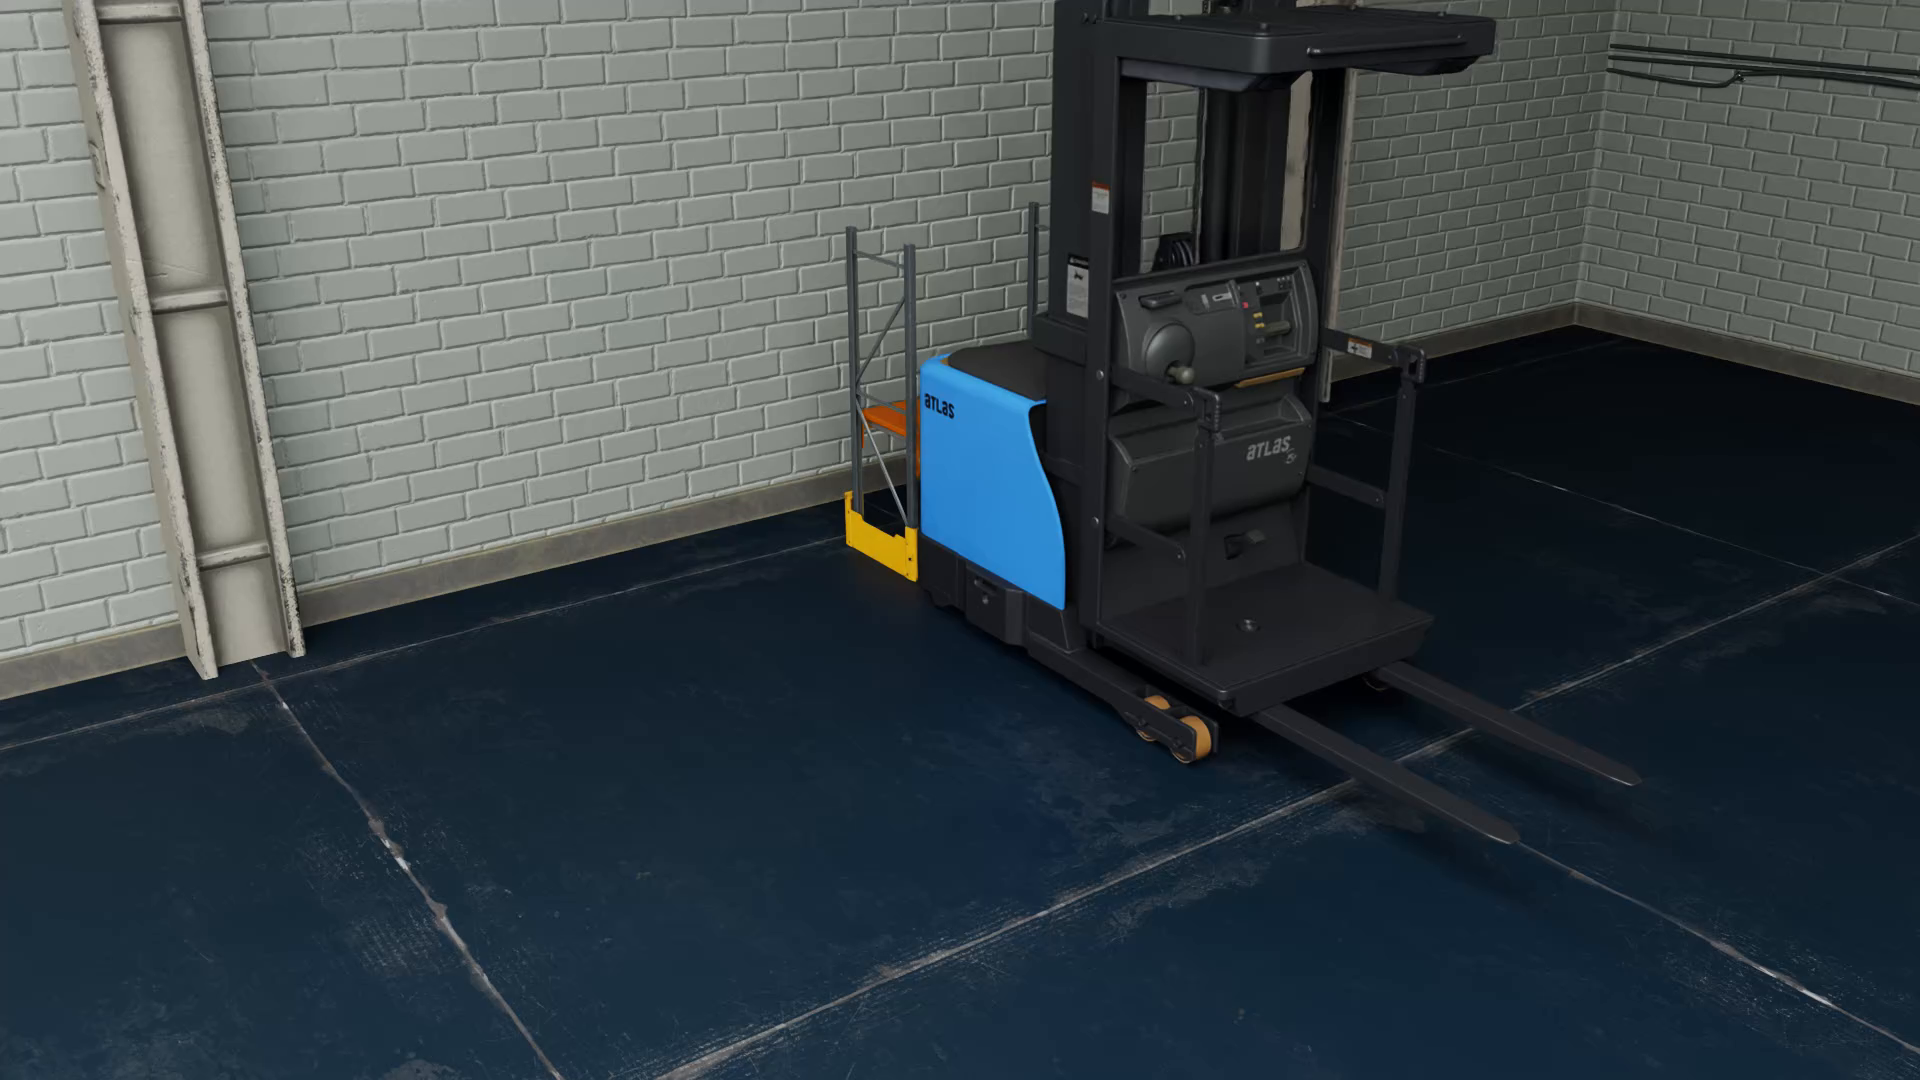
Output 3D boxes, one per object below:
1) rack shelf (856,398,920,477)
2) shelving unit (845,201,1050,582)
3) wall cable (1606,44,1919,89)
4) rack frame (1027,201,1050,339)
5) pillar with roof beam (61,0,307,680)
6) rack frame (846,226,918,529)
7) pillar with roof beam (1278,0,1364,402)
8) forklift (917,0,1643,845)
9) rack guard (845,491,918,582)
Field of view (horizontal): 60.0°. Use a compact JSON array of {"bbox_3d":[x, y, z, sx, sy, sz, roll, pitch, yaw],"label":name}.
[{"bbox_3d":[0.069,-0.548,7.731,1.000,0.185,0.538,-15,26,-33],"label":"rack shelf"},{"bbox_3d":[0.062,-0.713,7.660,1.083,1.500,0.587,-15,26,-33],"label":"shelving unit"},{"bbox_3d":[5.139,-3.816,9.507,0.112,2.526,3.097,-15,26,-33],"label":"wall cable"},{"bbox_3d":[0.482,-0.825,7.940,0.032,1.500,0.500,-15,26,-33],"label":"rack frame"},{"bbox_3d":[-0.381,-2.424,1.830,0.400,9.000,9.100,-15,26,-33],"label":"pillar with roof beam"},{"bbox_3d":[-0.343,-0.605,7.389,0.032,1.500,0.500,-15,26,-33],"label":"rack frame"},{"bbox_3d":[4.490,-3.723,5.084,0.400,9.000,9.100,-15,26,-33],"label":"pillar with roof beam"},{"bbox_3d":[1.066,-0.771,5.874,1.130,2.935,3.031,-14,26,-32],"label":"forklift"},{"bbox_3d":[-0.342,-0.025,7.621,0.087,0.250,0.587,-15,26,-33],"label":"rack guard"}]
